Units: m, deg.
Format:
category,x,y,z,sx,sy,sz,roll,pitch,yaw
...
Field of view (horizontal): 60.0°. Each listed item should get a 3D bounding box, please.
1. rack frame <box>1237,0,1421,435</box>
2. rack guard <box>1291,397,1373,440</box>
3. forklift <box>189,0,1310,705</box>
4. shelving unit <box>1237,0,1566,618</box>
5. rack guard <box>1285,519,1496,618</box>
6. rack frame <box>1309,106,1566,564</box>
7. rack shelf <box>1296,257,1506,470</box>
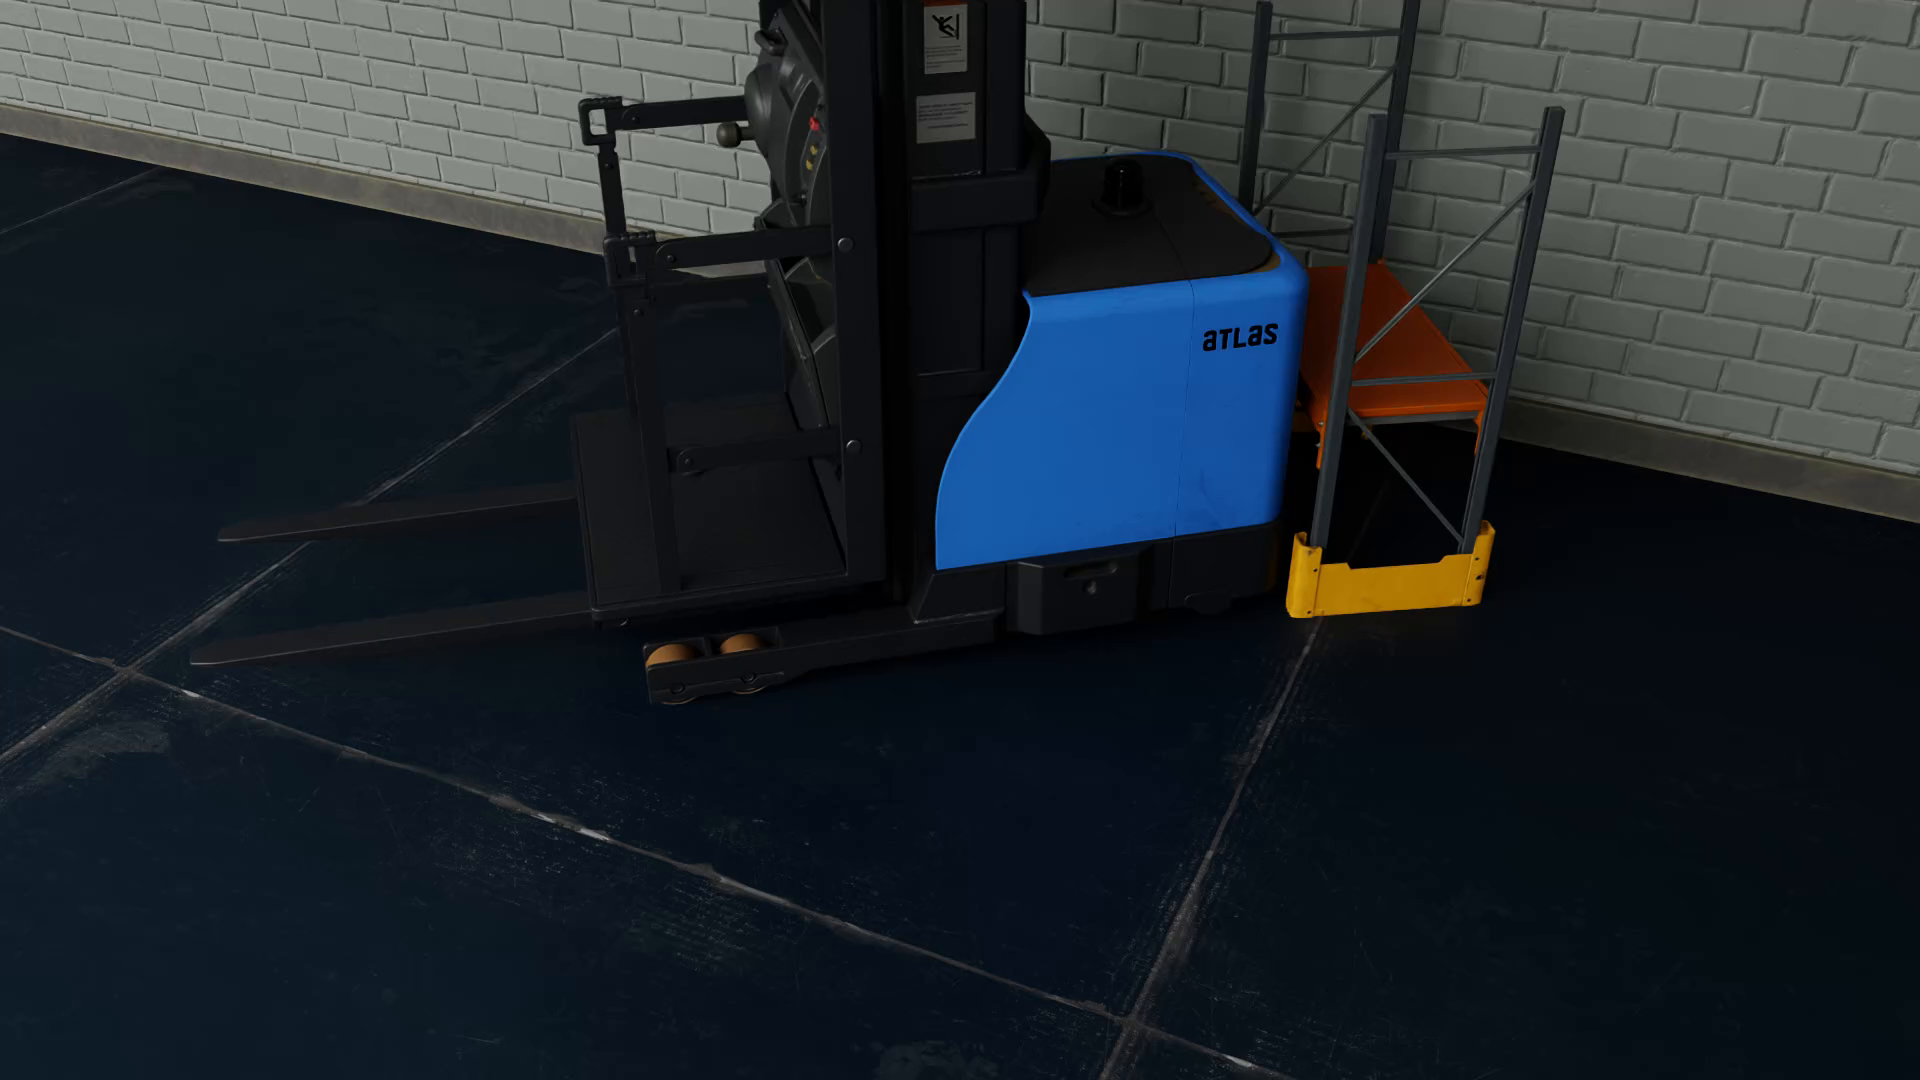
category,x,y,z,sx,sy,sz,roll,pitch,yaw
rack frame,1.136,-0.990,5.393,0.500,1.500,0.032,-4,33,-6
rack guard,1.138,-0.457,5.719,0.587,0.250,0.087,-4,33,-6
forklift,-0.628,-1.093,4.244,3.031,2.935,1.130,-8,34,-12
shelving unit,1.200,-0.709,4.963,0.587,1.500,1.083,-4,33,-6
rack guard,1.263,0.085,4.893,0.587,0.250,0.087,-4,33,-6
rack frame,1.263,-0.437,4.549,0.500,1.500,0.032,-4,33,-6
rack shelf,1.199,-0.563,5.069,0.538,0.185,1.000,-4,33,-6
